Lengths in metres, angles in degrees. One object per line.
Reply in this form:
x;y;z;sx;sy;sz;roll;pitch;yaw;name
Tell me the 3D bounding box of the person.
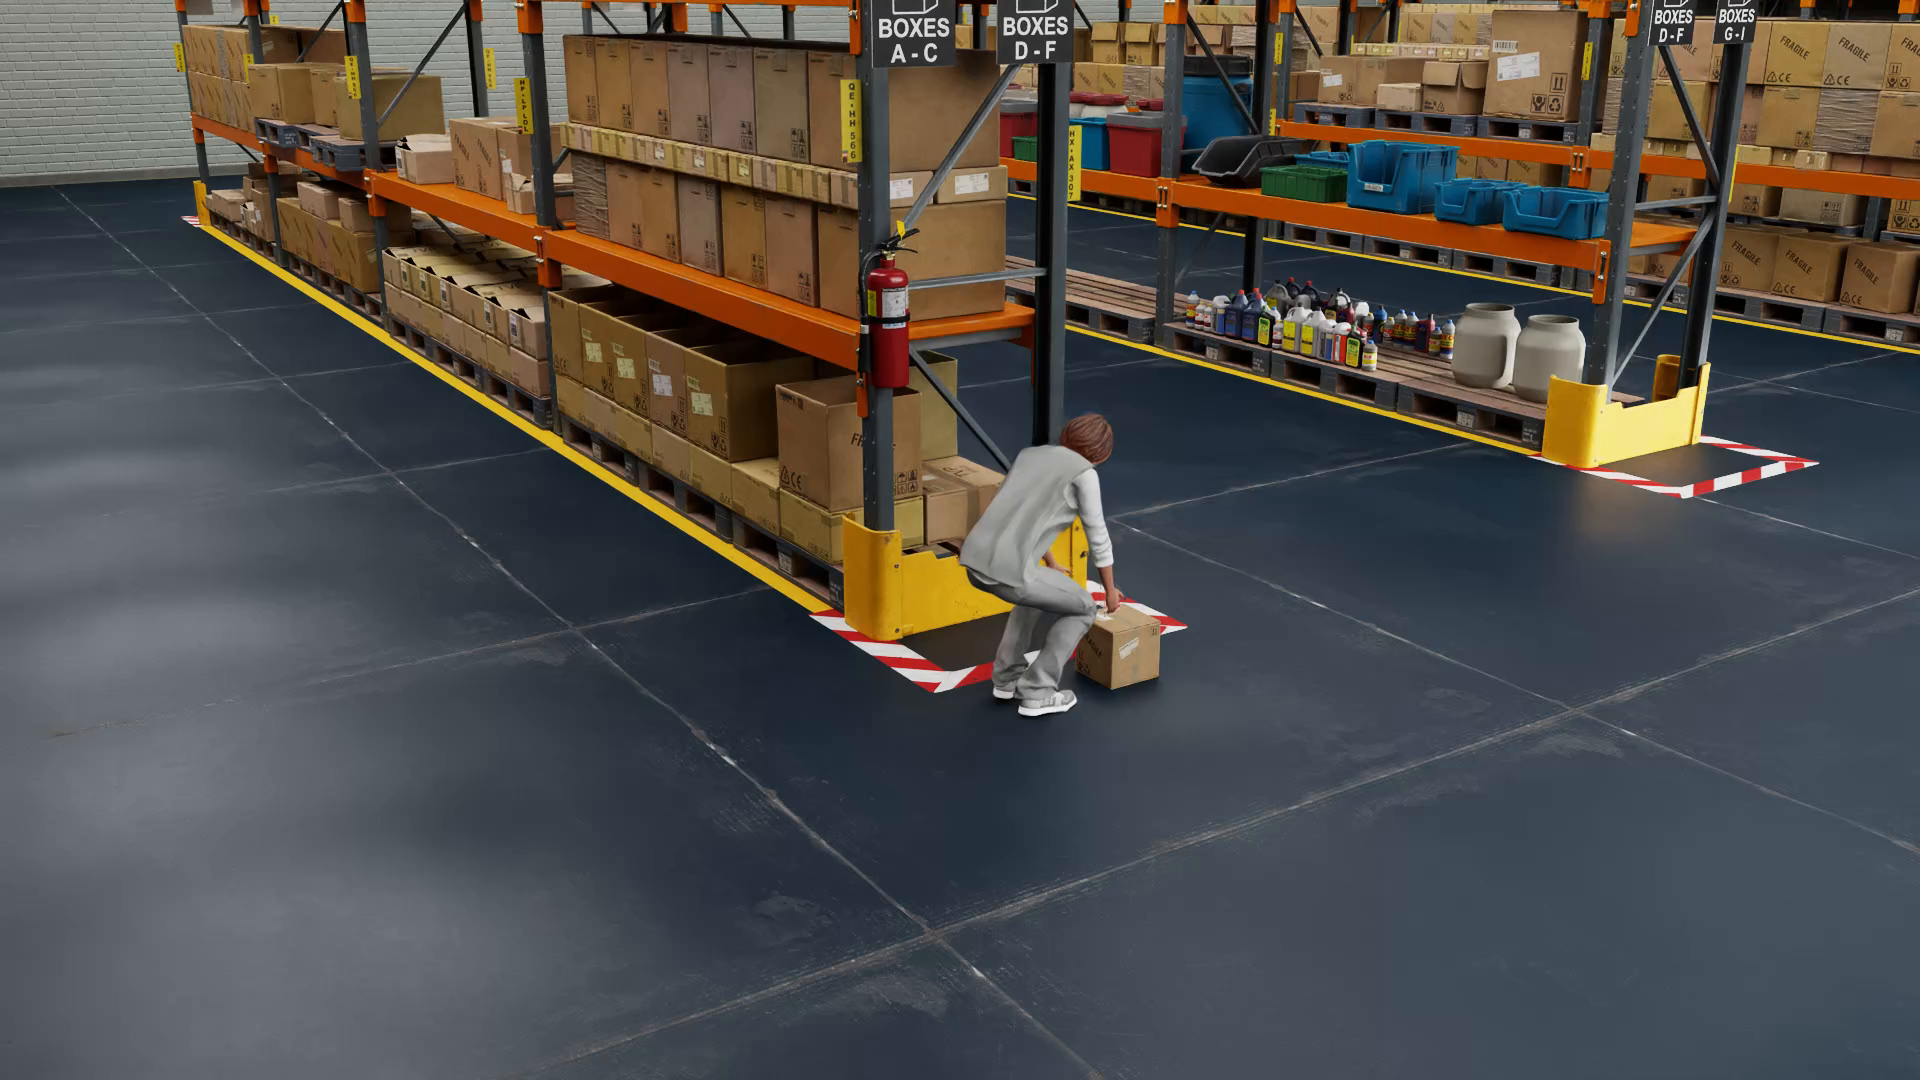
0.309;0.094;6.538;0.736;1.130;0.463;-14;23;-35;person
